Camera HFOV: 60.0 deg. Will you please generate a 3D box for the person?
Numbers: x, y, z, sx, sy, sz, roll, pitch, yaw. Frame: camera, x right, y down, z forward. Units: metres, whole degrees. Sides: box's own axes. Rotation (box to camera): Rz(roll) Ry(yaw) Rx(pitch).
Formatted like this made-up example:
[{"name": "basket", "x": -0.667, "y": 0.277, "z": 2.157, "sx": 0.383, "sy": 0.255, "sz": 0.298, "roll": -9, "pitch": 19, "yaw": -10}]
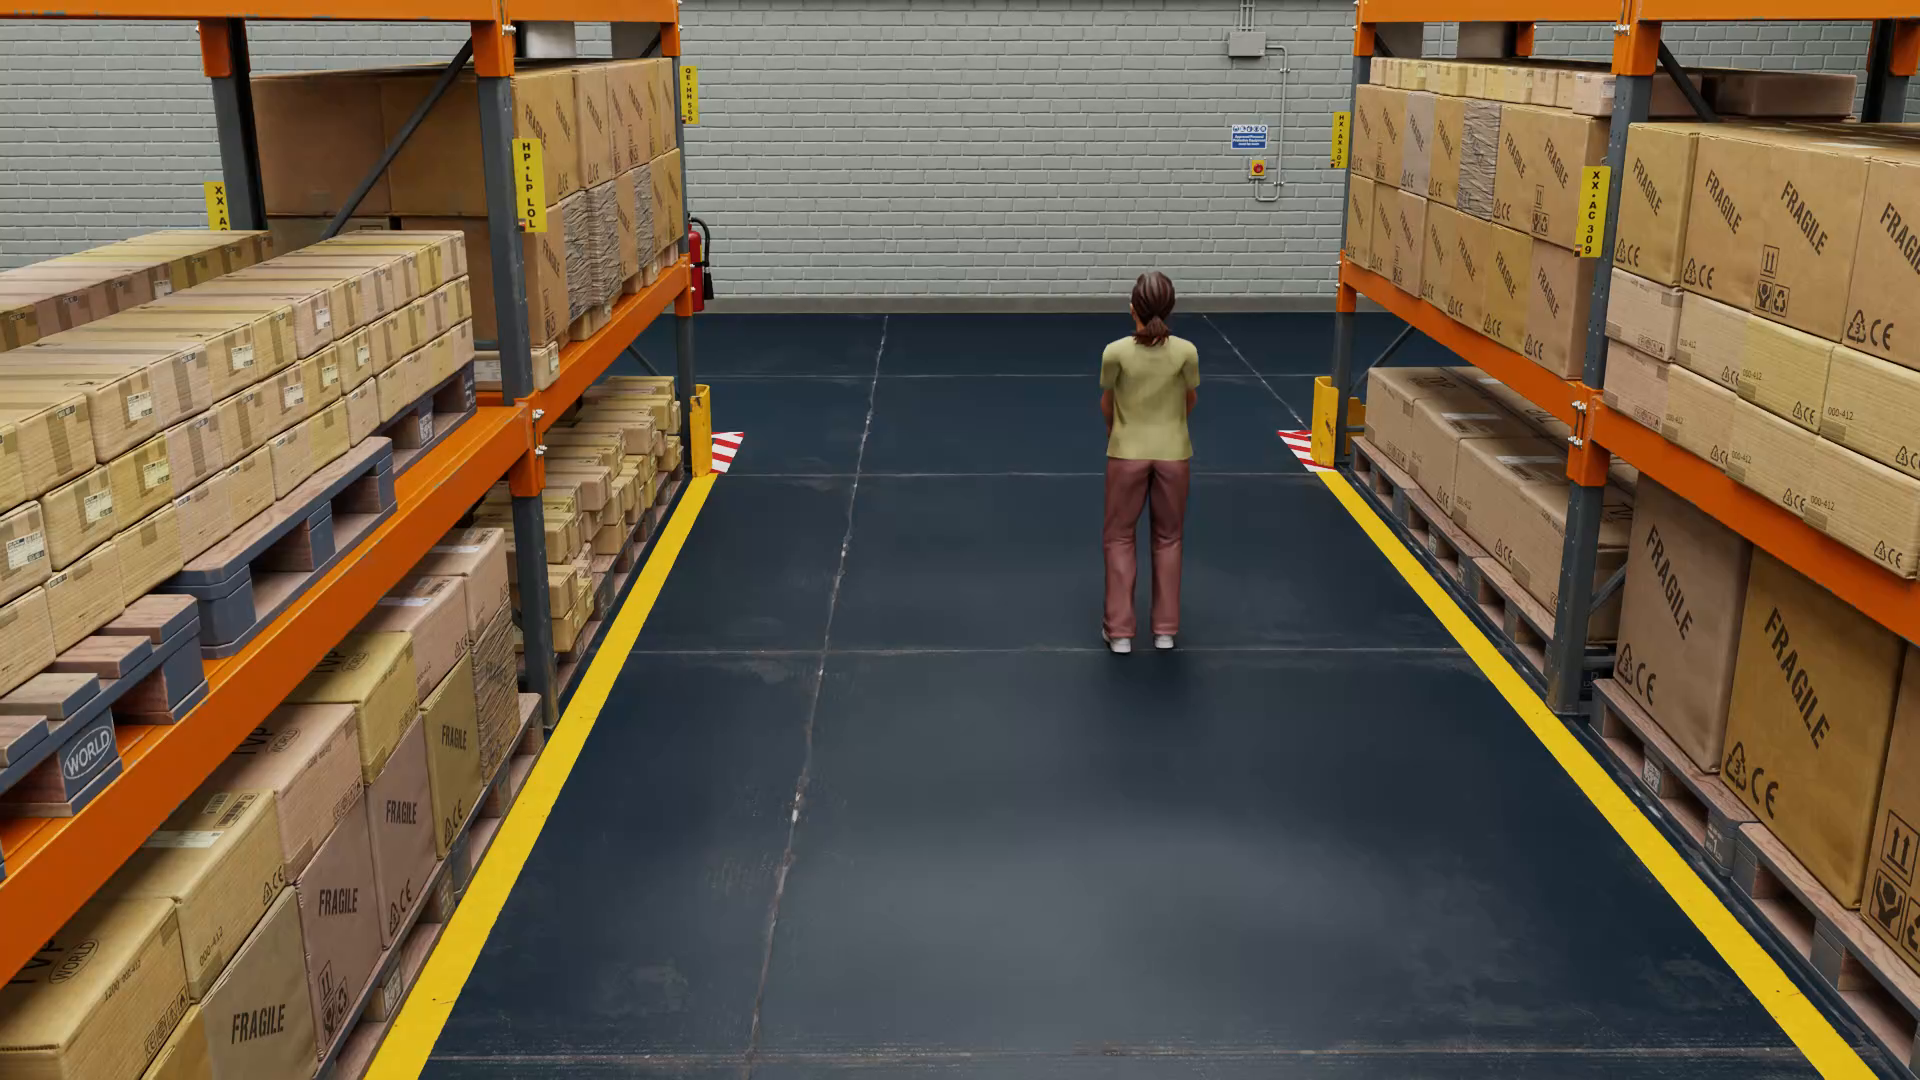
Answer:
[{"name": "person", "x": 0.801, "y": -0.220, "z": 7.215, "sx": 0.425, "sy": 1.405, "sz": 0.562, "roll": 0, "pitch": 17, "yaw": 0}]
